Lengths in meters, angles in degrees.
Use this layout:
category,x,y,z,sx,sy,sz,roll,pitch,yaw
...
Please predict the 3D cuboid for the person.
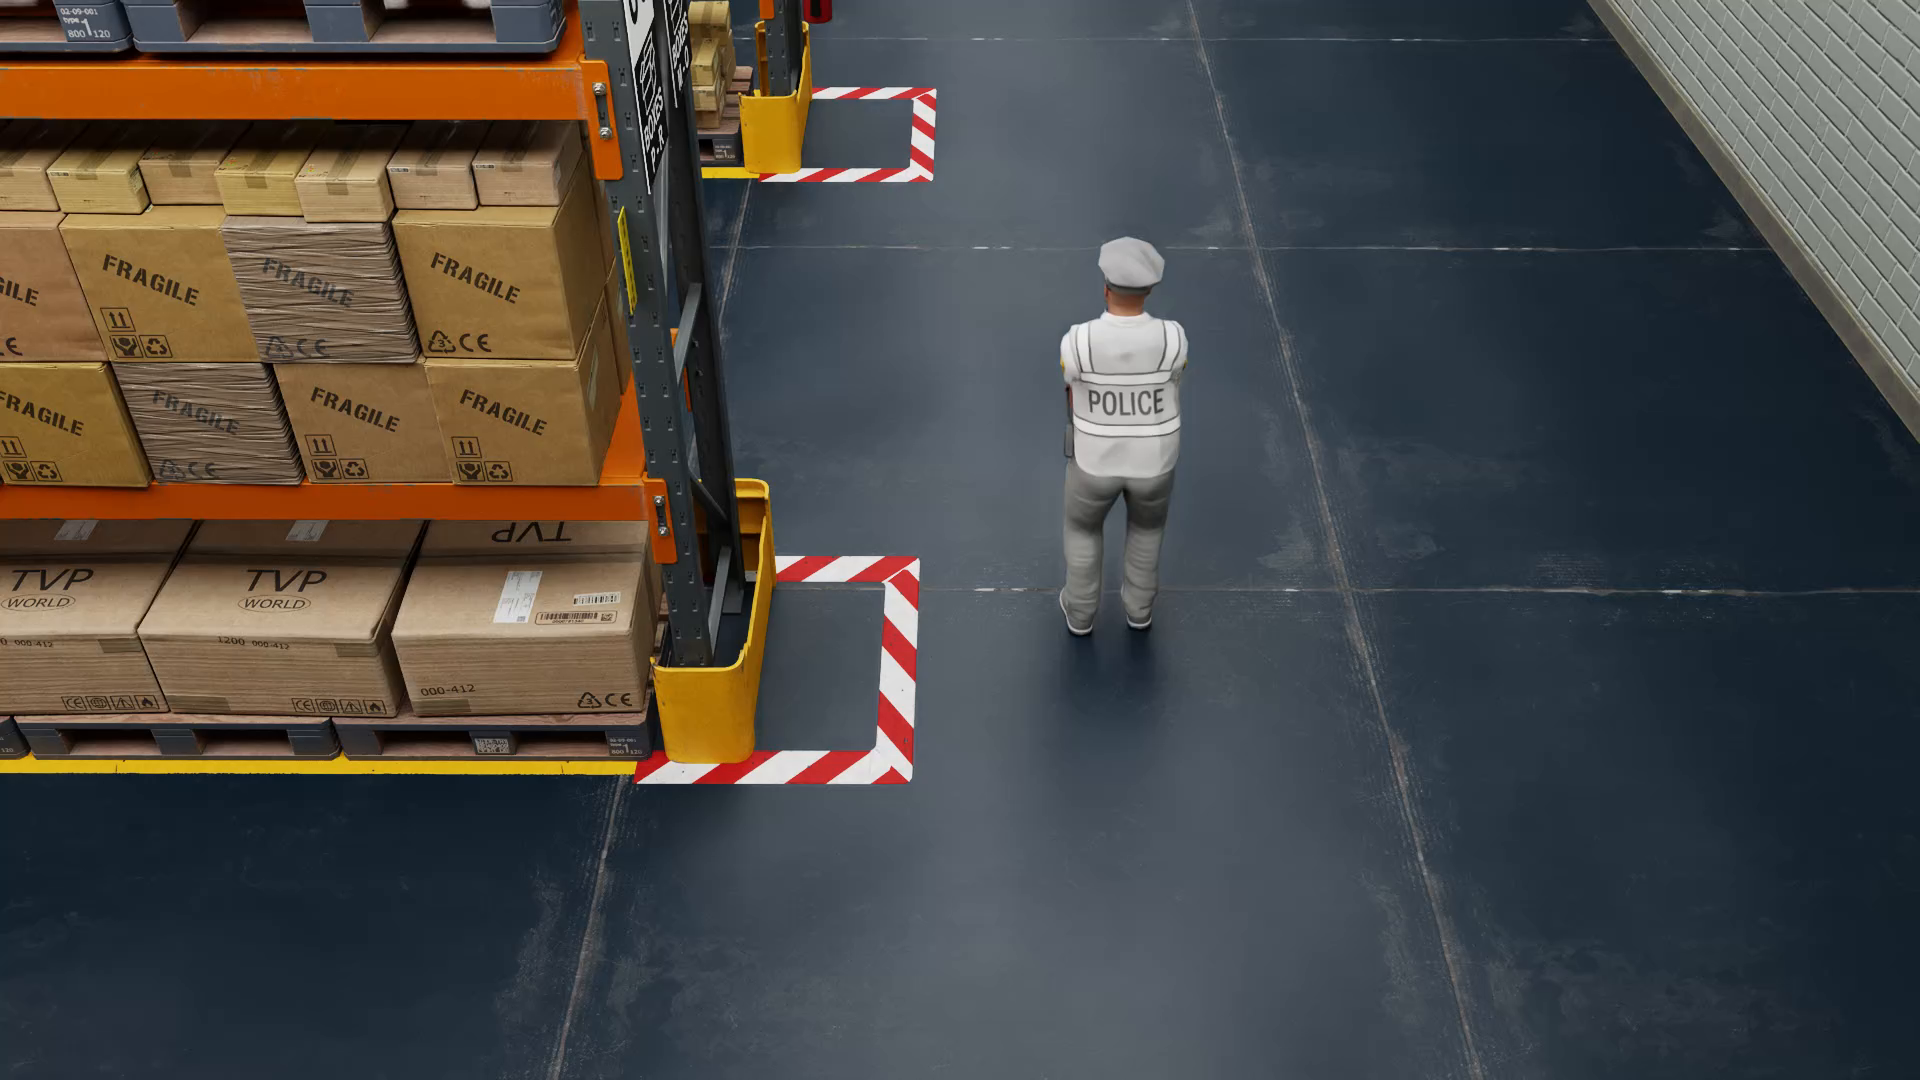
category,x,y,z,sx,sy,sz,roll,pitch,yaw
person,0.623,-0.393,6.628,0.488,1.761,0.583,-1,39,-1
